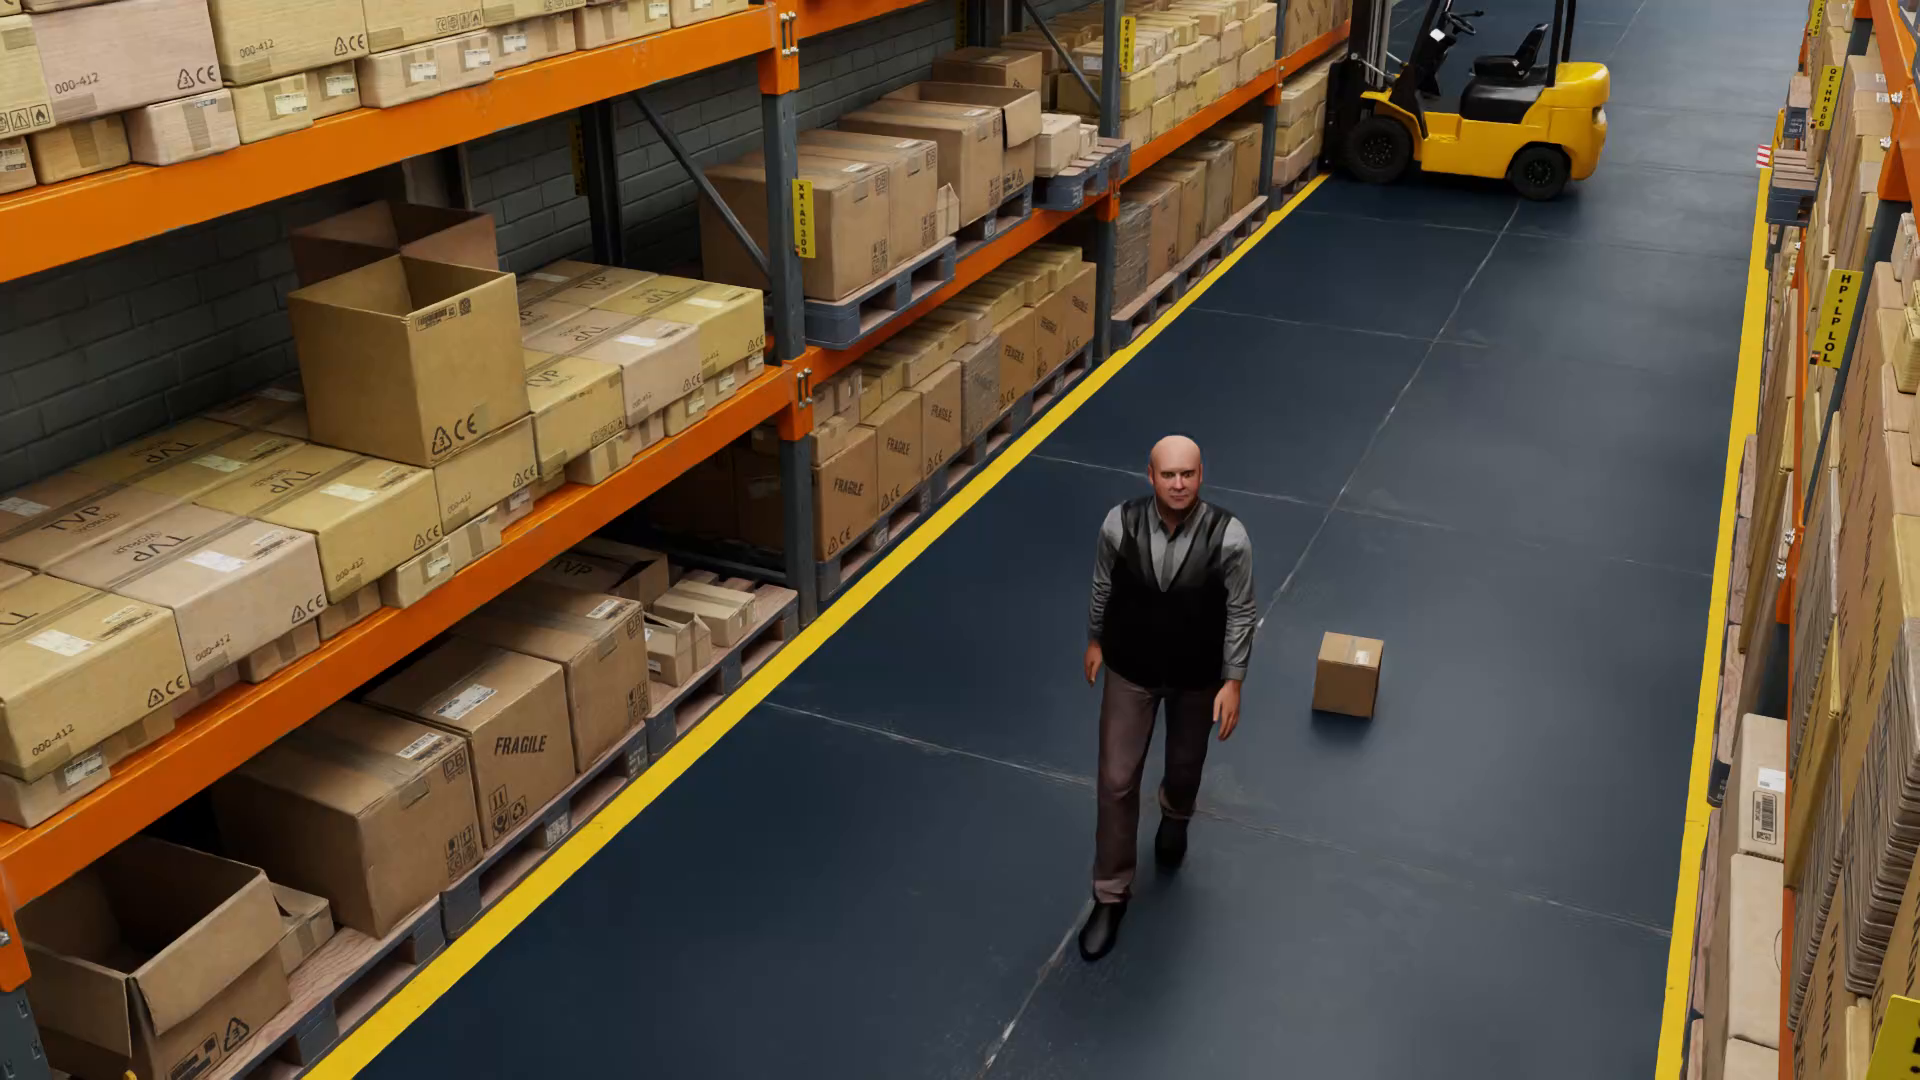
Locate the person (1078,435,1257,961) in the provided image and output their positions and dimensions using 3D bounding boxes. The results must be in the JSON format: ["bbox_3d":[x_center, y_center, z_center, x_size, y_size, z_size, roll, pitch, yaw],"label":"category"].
[{"bbox_3d":[0.691,0.487,5.638,0.580,1.722,0.865,4,26,8],"label":"person"}]
